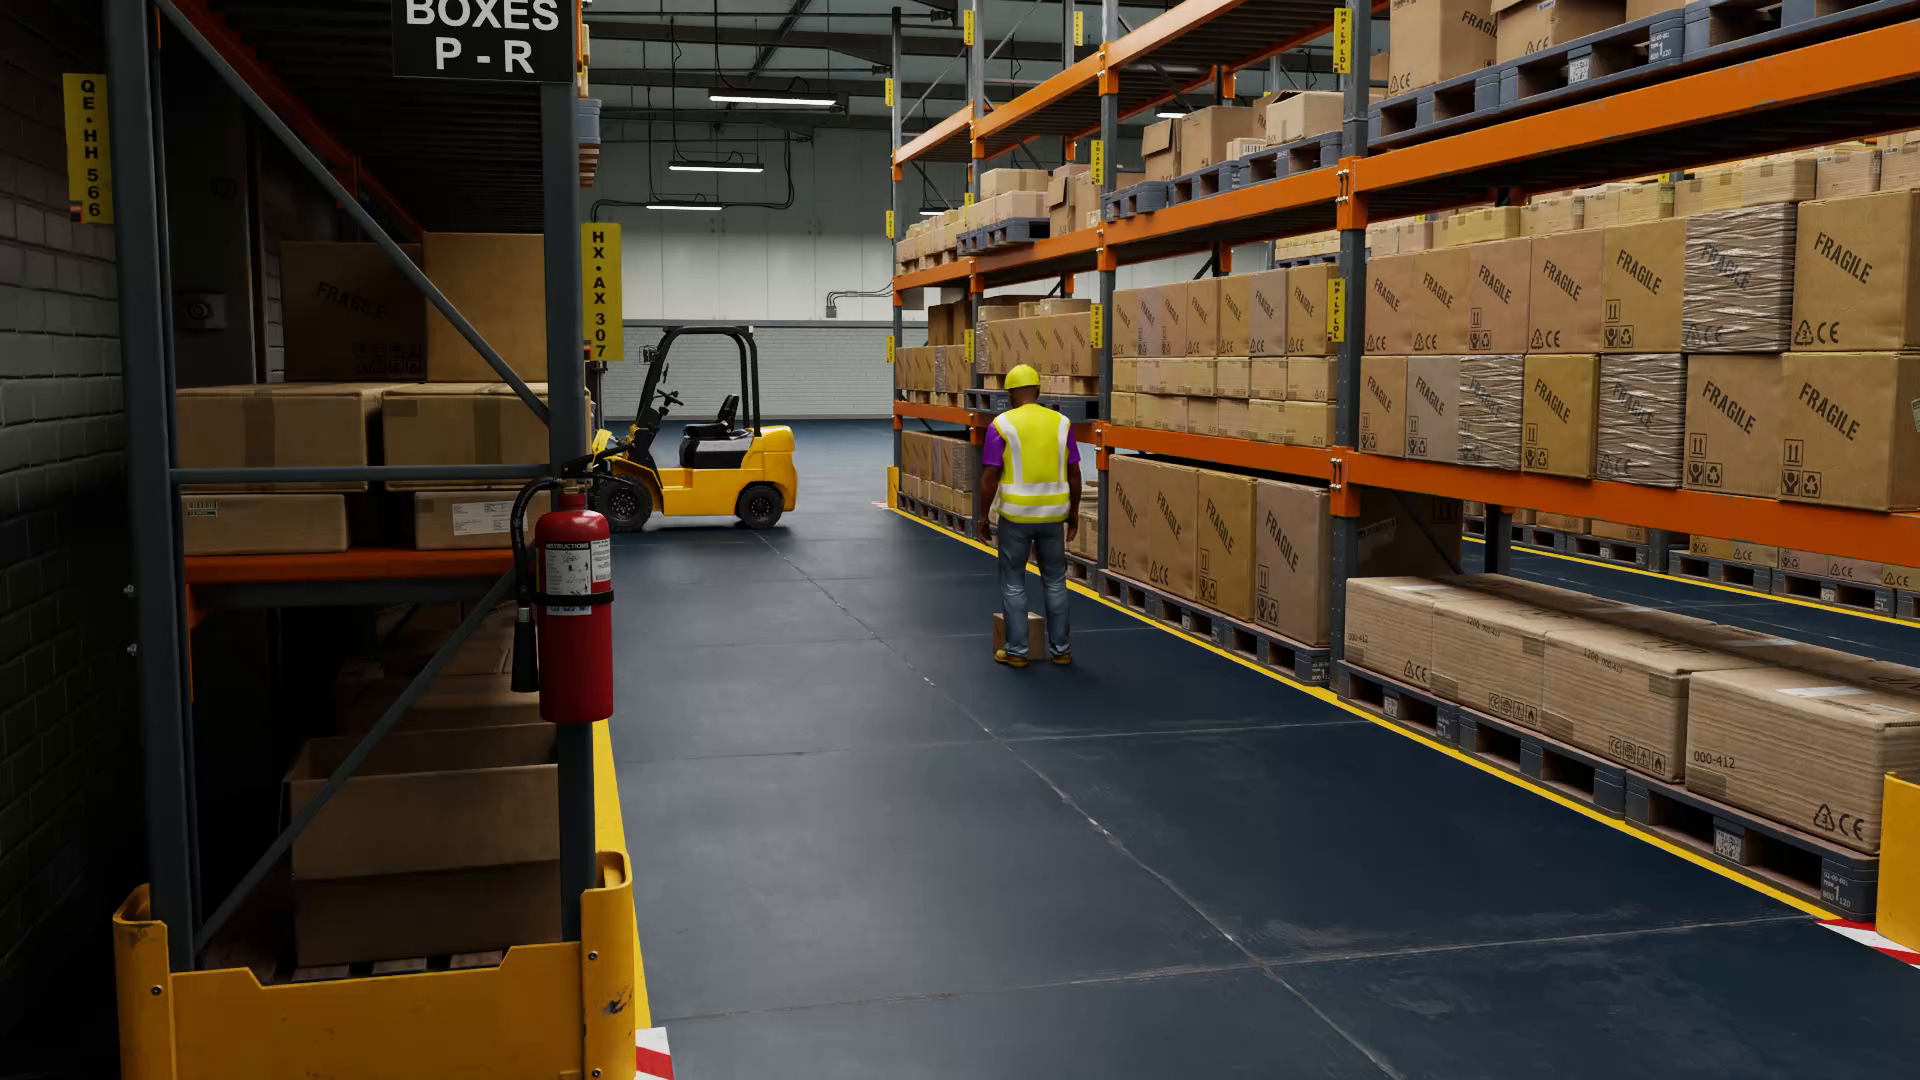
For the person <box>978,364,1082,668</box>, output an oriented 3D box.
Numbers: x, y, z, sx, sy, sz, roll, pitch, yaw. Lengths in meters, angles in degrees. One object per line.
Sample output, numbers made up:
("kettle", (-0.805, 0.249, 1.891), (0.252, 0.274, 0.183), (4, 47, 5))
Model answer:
("person", (0.405, -0.145, 9.734), (0.635, 1.760, 0.458), (-2, 6, -17))
